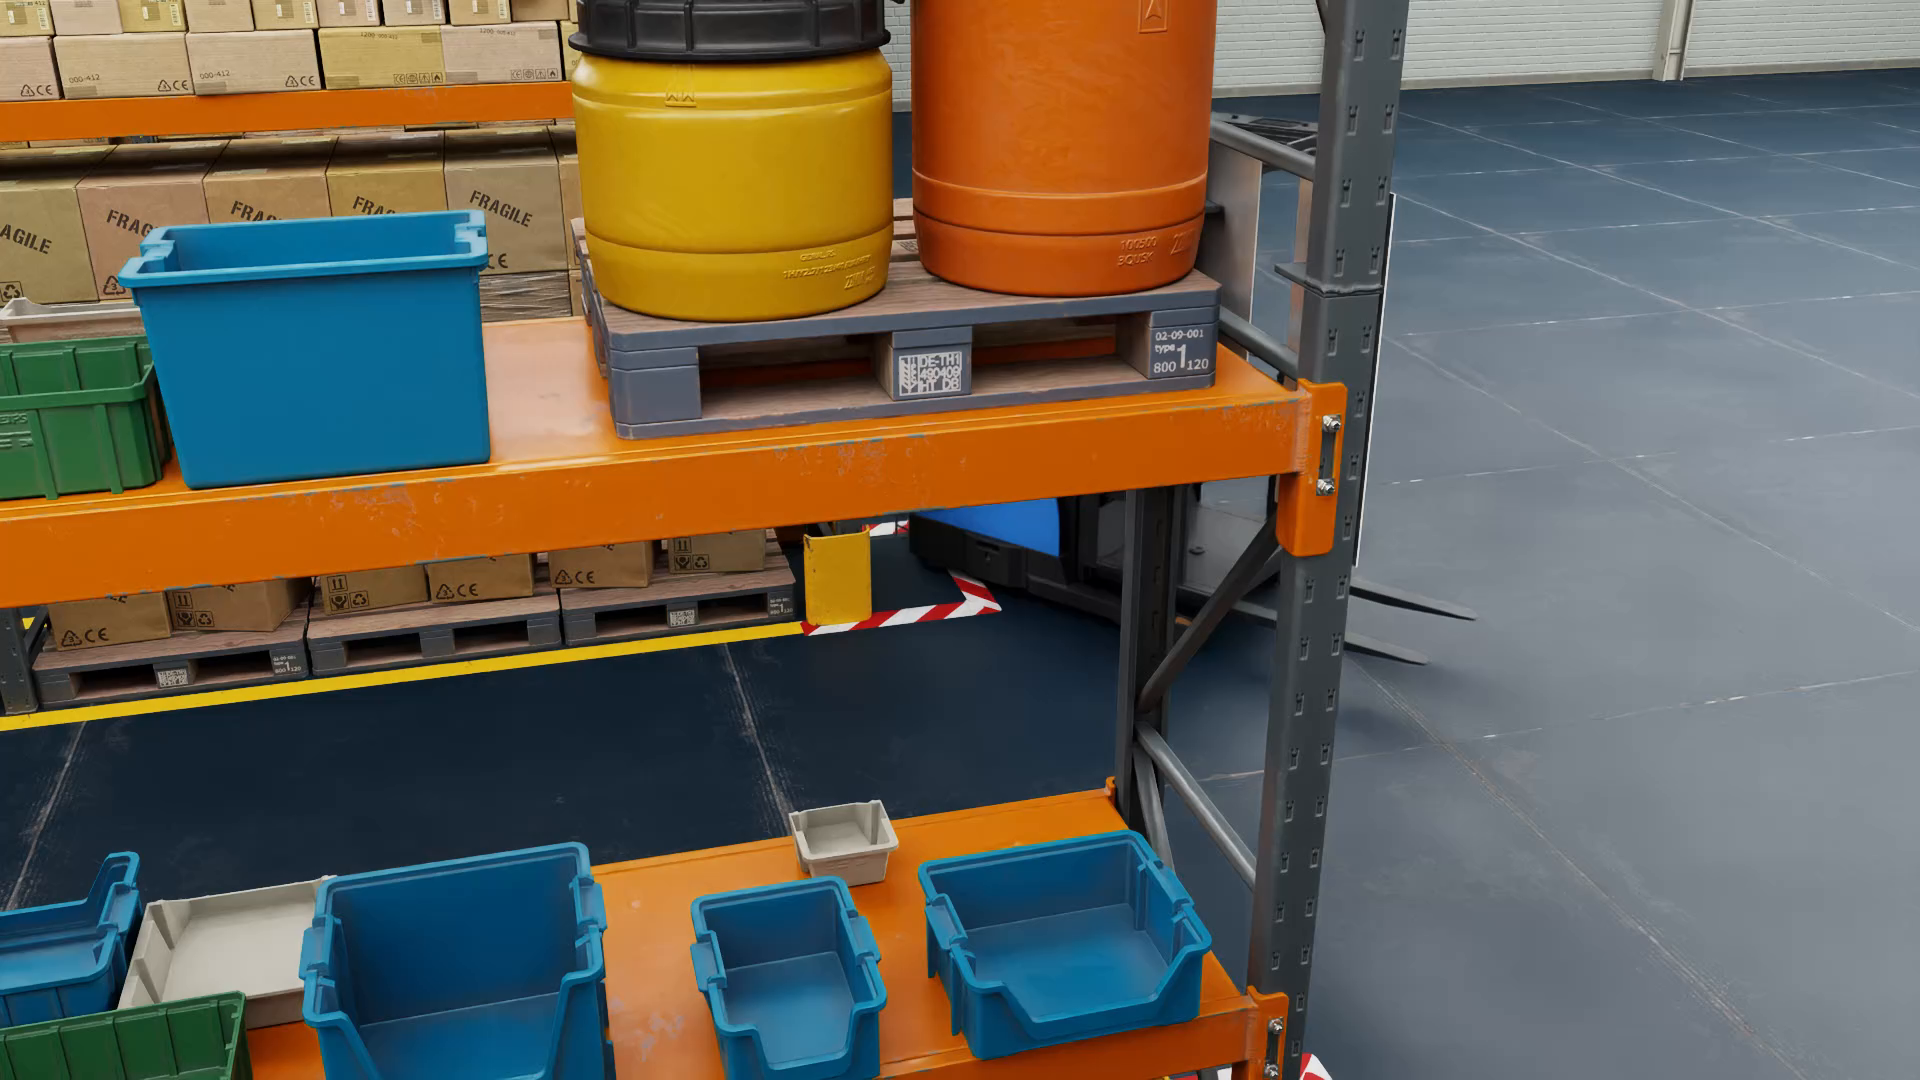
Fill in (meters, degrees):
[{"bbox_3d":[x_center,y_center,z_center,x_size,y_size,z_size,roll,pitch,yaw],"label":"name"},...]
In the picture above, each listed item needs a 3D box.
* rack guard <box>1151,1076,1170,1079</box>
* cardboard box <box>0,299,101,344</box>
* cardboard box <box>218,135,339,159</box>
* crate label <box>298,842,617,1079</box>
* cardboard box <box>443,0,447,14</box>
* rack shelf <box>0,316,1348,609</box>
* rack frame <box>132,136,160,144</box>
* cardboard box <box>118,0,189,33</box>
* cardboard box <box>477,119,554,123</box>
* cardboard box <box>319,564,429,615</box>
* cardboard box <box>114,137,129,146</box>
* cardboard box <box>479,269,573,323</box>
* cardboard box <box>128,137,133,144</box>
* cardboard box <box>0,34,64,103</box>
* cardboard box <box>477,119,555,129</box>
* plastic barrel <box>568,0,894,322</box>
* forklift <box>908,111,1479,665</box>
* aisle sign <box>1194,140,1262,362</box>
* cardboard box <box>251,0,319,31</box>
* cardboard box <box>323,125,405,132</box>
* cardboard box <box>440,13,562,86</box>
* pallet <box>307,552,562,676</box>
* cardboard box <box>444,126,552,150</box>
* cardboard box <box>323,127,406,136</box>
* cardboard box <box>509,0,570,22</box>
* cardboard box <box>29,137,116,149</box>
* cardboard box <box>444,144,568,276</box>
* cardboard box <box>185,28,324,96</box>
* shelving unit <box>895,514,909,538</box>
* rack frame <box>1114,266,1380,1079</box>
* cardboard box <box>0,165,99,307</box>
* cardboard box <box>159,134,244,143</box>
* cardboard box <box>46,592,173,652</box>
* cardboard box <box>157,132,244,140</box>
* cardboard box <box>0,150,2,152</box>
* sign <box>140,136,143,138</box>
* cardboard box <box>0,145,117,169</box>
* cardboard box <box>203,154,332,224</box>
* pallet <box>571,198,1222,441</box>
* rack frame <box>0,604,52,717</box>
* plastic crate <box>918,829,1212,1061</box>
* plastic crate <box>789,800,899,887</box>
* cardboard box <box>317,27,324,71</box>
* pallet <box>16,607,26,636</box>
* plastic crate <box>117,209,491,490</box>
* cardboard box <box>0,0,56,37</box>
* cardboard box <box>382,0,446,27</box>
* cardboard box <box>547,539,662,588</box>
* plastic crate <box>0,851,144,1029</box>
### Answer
[{"bbox_3d":[0.575,1.886,4.721,0.348,0.500,1.175,-6,24,-14],"label":"rack guard"},{"bbox_3d":[-4.104,-0.950,7.657,0.500,0.500,0.875,-6,24,-14],"label":"cardboard box"},{"bbox_3d":[-3.232,-1.644,8.006,0.500,0.500,0.500,-6,24,-14],"label":"cardboard box"},{"bbox_3d":[-1.064,0.994,3.585,0.616,0.435,0.502,-6,24,-14],"label":"crate label"},{"bbox_3d":[-2.520,-2.551,7.771,0.250,0.149,0.380,-7,24,-15],"label":"cardboard box"},{"bbox_3d":[-1.291,-0.124,3.343,4.000,0.370,1.077,-6,24,-14],"label":"rack shelf"},{"bbox_3d":[-5.797,-2.637,12.092,0.127,3.000,1.000,-6,24,-14],"label":"rack frame"},{"bbox_3d":[-3.428,-2.271,7.120,0.250,0.149,0.380,-6,24,-13],"label":"cardboard box"},{"bbox_3d":[-3.394,-3.502,12.548,0.550,0.550,0.875,-6,24,-14],"label":"cardboard box"},{"bbox_3d":[-3.032,0.025,8.525,0.500,0.500,0.500,-9,25,-19],"label":"cardboard box"},{"bbox_3d":[-6.376,-2.729,12.180,0.500,0.500,0.500,-6,24,-14],"label":"cardboard box"},{"bbox_3d":[-2.182,-1.168,8.164,0.500,0.500,0.875,-6,24,-14],"label":"cardboard box"},{"bbox_3d":[-10.547,-5.271,20.709,0.625,0.625,0.875,-7,24,-17],"label":"cardboard box"},{"bbox_3d":[-4.052,-2.003,7.001,0.500,0.250,0.500,-7,24,-16],"label":"cardboard box"},{"bbox_3d":[-3.387,-2.997,12.739,0.550,0.550,0.875,-6,24,-14],"label":"cardboard box"},{"bbox_3d":[-0.428,-0.777,3.182,0.600,0.588,0.600,0,23,0],"label":"plastic barrel"},{"bbox_3d":[1.188,-1.024,8.419,3.031,2.935,1.130,17,28,34],"label":"forklift"},{"bbox_3d":[0.625,-0.602,4.053,0.004,0.787,0.394,-6,24,-14],"label":"aisle sign"},{"bbox_3d":[-2.913,-2.307,7.203,0.250,0.149,0.380,-7,24,-15],"label":"cardboard box"},{"bbox_3d":[-4.377,-3.337,12.162,0.550,0.550,0.875,-6,24,-14],"label":"cardboard box"},{"bbox_3d":[-2.074,-2.225,7.518,0.500,0.250,0.500,-6,24,-13],"label":"cardboard box"},{"bbox_3d":[-2.740,0.322,8.732,1.213,0.211,1.003,-6,24,-14],"label":"pallet"},{"bbox_3d":[-2.270,-1.752,8.257,0.500,0.500,0.500,-6,24,-14],"label":"cardboard box"},{"bbox_3d":[-4.369,-2.830,12.351,0.550,0.550,0.875,-6,24,-14],"label":"cardboard box"},{"bbox_3d":[-1.909,-2.445,7.525,0.250,0.149,0.380,-6,24,-14],"label":"cardboard box"},{"bbox_3d":[-6.273,-3.087,11.747,0.500,0.500,0.700,-7,24,-15],"label":"cardboard box"},{"bbox_3d":[-2.128,-1.551,7.789,0.500,0.500,0.500,-6,24,-14],"label":"cardboard box"},{"bbox_3d":[-3.062,-2.111,7.251,0.500,0.250,0.500,-7,24,-16],"label":"cardboard box"},{"bbox_3d":[-0.223,-0.510,9.607,0.252,1.050,0.215,-18,29,-36],"label":"shelving unit"},{"bbox_3d":[0.635,0.711,4.289,0.127,3.000,1.000,-6,24,-14],"label":"rack frame"},{"bbox_3d":[-4.052,-1.337,7.289,0.500,0.500,0.500,-6,24,-14],"label":"cardboard box"},{"bbox_3d":[-5.445,-2.750,12.164,0.550,0.550,0.875,-6,24,-14],"label":"cardboard box"},{"bbox_3d":[-4.158,0.185,8.152,0.500,0.500,0.500,-7,24,-16],"label":"cardboard box"},{"bbox_3d":[-5.432,-3.229,11.910,0.550,0.550,0.875,-6,24,-14],"label":"cardboard box"},{"bbox_3d":[-6.713,-2.472,11.581,0.500,0.500,0.500,-7,24,-15],"label":"cardboard box"},{"bbox_3d":[-5.641,-2.928,11.401,0.005,0.325,0.100,-6,24,-14],"label":"sign"},{"bbox_3d":[-4.195,-1.538,7.758,0.500,0.500,0.500,-6,24,-14],"label":"cardboard box"},{"bbox_3d":[-3.090,-1.444,7.538,0.500,0.500,0.500,-6,24,-14],"label":"cardboard box"},{"bbox_3d":[-0.188,-0.530,3.616,1.213,0.211,1.003,-6,24,-14],"label":"pallet"},{"bbox_3d":[-4.554,-0.743,7.678,0.127,3.000,1.000,-6,24,-14],"label":"rack frame"},{"bbox_3d":[0.234,0.946,3.929,0.616,0.251,0.499,-6,24,-14],"label":"plastic crate"},{"bbox_3d":[-0.313,0.805,4.403,0.250,0.136,0.298,-6,24,-14],"label":"plastic crate"},{"bbox_3d":[-3.191,-2.308,7.712,0.500,0.250,0.500,-6,24,-15],"label":"cardboard box"},{"bbox_3d":[-5.303,0.622,8.033,1.213,0.211,1.003,-6,24,-14],"label":"pallet"},{"bbox_3d":[-1.120,-0.343,2.961,0.575,0.384,0.392,-6,24,-14],"label":"plastic crate"},{"bbox_3d":[-3.920,-2.208,6.972,0.250,0.149,0.380,-8,24,-17],"label":"cardboard box"},{"bbox_3d":[-2.417,-2.367,7.342,0.250,0.149,0.380,-8,24,-17],"label":"cardboard box"},{"bbox_3d":[-1.875,-0.077,8.762,0.500,0.500,0.500,0,23,0],"label":"cardboard box"},{"bbox_3d":[-2.224,0.985,3.840,0.616,0.251,0.499,-6,24,-14],"label":"plastic crate"}]
